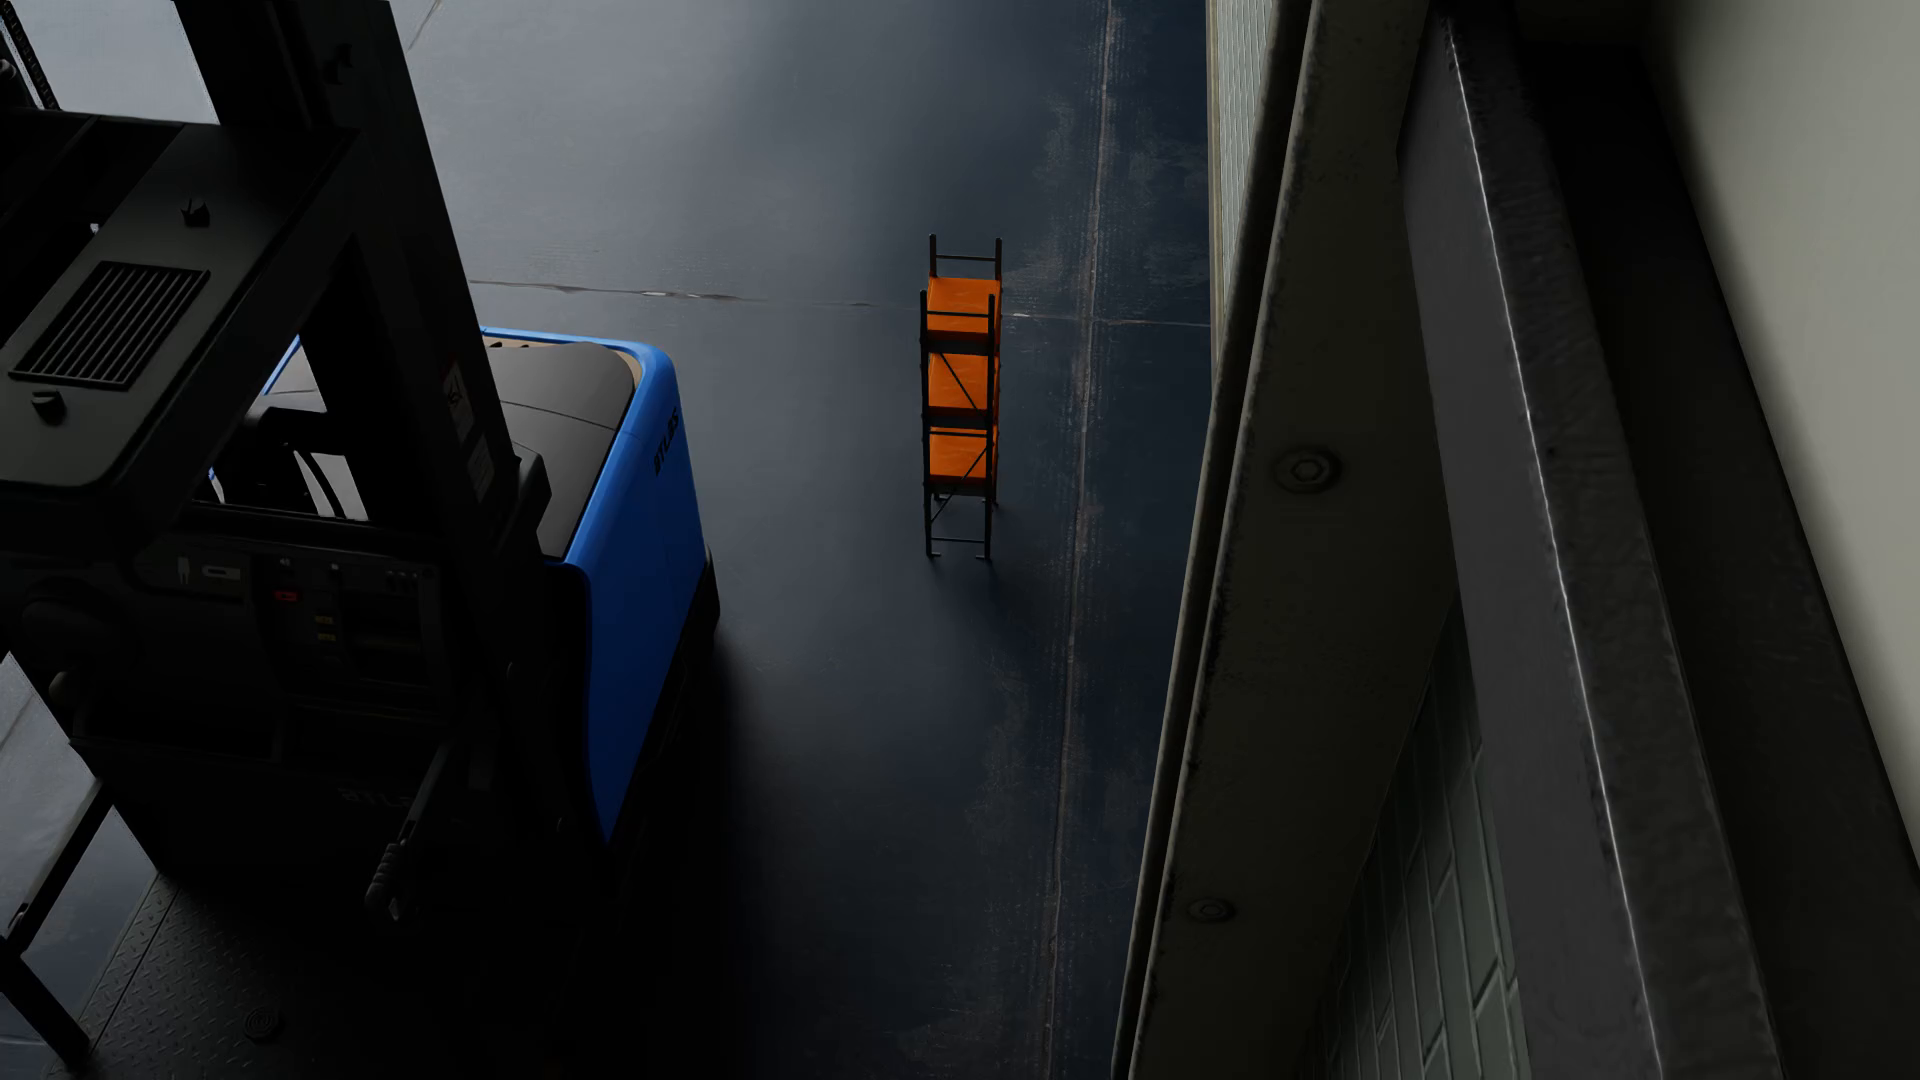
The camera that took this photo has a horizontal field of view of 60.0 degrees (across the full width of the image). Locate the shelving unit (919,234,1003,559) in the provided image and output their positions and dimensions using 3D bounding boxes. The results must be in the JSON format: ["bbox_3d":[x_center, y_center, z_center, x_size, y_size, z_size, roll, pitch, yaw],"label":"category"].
[{"bbox_3d":[0.005,-0.394,4.899,0.215,1.050,0.252,4,48,4],"label":"shelving unit"}]

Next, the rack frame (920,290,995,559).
[{"bbox_3d":[-0.006,-0.304,4.817,0.200,1.050,0.008,4,48,4],"label":"rack frame"}]

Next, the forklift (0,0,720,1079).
[{"bbox_3d":[-1.450,0.256,3.030,1.130,2.935,3.031,7,48,6],"label":"forklift"}]

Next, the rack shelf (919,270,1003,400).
[{"bbox_3d":[0.005,-0.578,4.697,0.215,0.259,0.240,4,48,4],"label":"rack shelf"}]

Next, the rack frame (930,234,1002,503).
[{"bbox_3d":[0.016,-0.483,4.981,0.200,1.050,0.008,4,48,4],"label":"rack frame"}]

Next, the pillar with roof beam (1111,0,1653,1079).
[{"bbox_3d":[-3.779,-1.896,0.885,9.100,9.000,0.400,4,48,4],"label":"pillar with roof beam"}]

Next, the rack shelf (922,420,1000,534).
[{"bbox_3d":[0.005,-0.199,5.111,0.215,0.259,0.240,4,48,4],"label":"rack shelf"}]

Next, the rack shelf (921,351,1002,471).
[{"bbox_3d":[0.005,-0.387,4.906,0.215,0.259,0.240,4,48,4],"label":"rack shelf"}]
